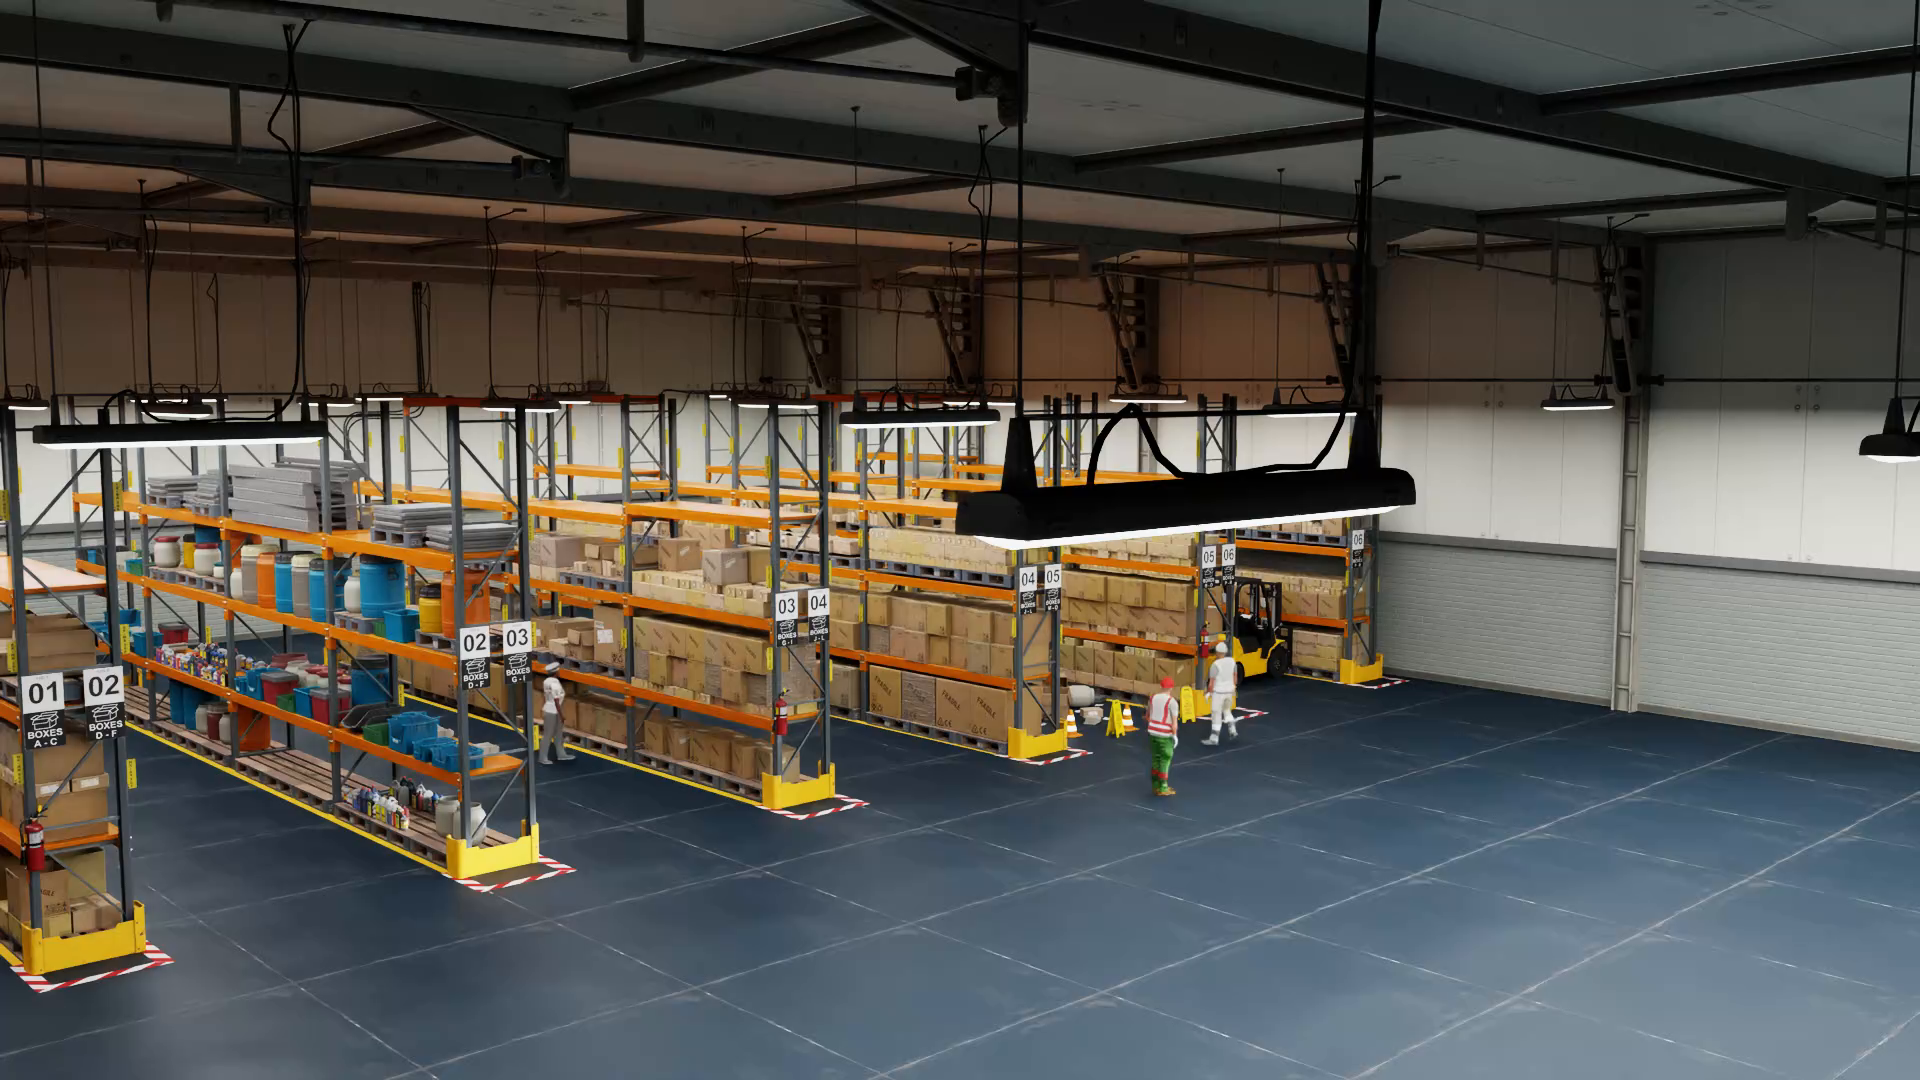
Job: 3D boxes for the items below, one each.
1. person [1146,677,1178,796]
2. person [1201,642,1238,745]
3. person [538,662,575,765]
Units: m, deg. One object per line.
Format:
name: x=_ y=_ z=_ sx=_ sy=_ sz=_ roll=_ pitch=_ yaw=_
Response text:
person: x=3.107 y=2.990 z=25.400 sx=0.426 sy=1.800 sz=0.557 roll=-5 pitch=8 yaw=-43
person: x=4.564 y=2.648 z=28.815 sx=0.651 sy=1.786 sz=0.447 roll=-4 pitch=7 yaw=-35
person: x=-6.674 y=2.849 z=27.448 sx=0.591 sy=1.675 sz=0.485 roll=-1 pitch=6 yaw=-12
